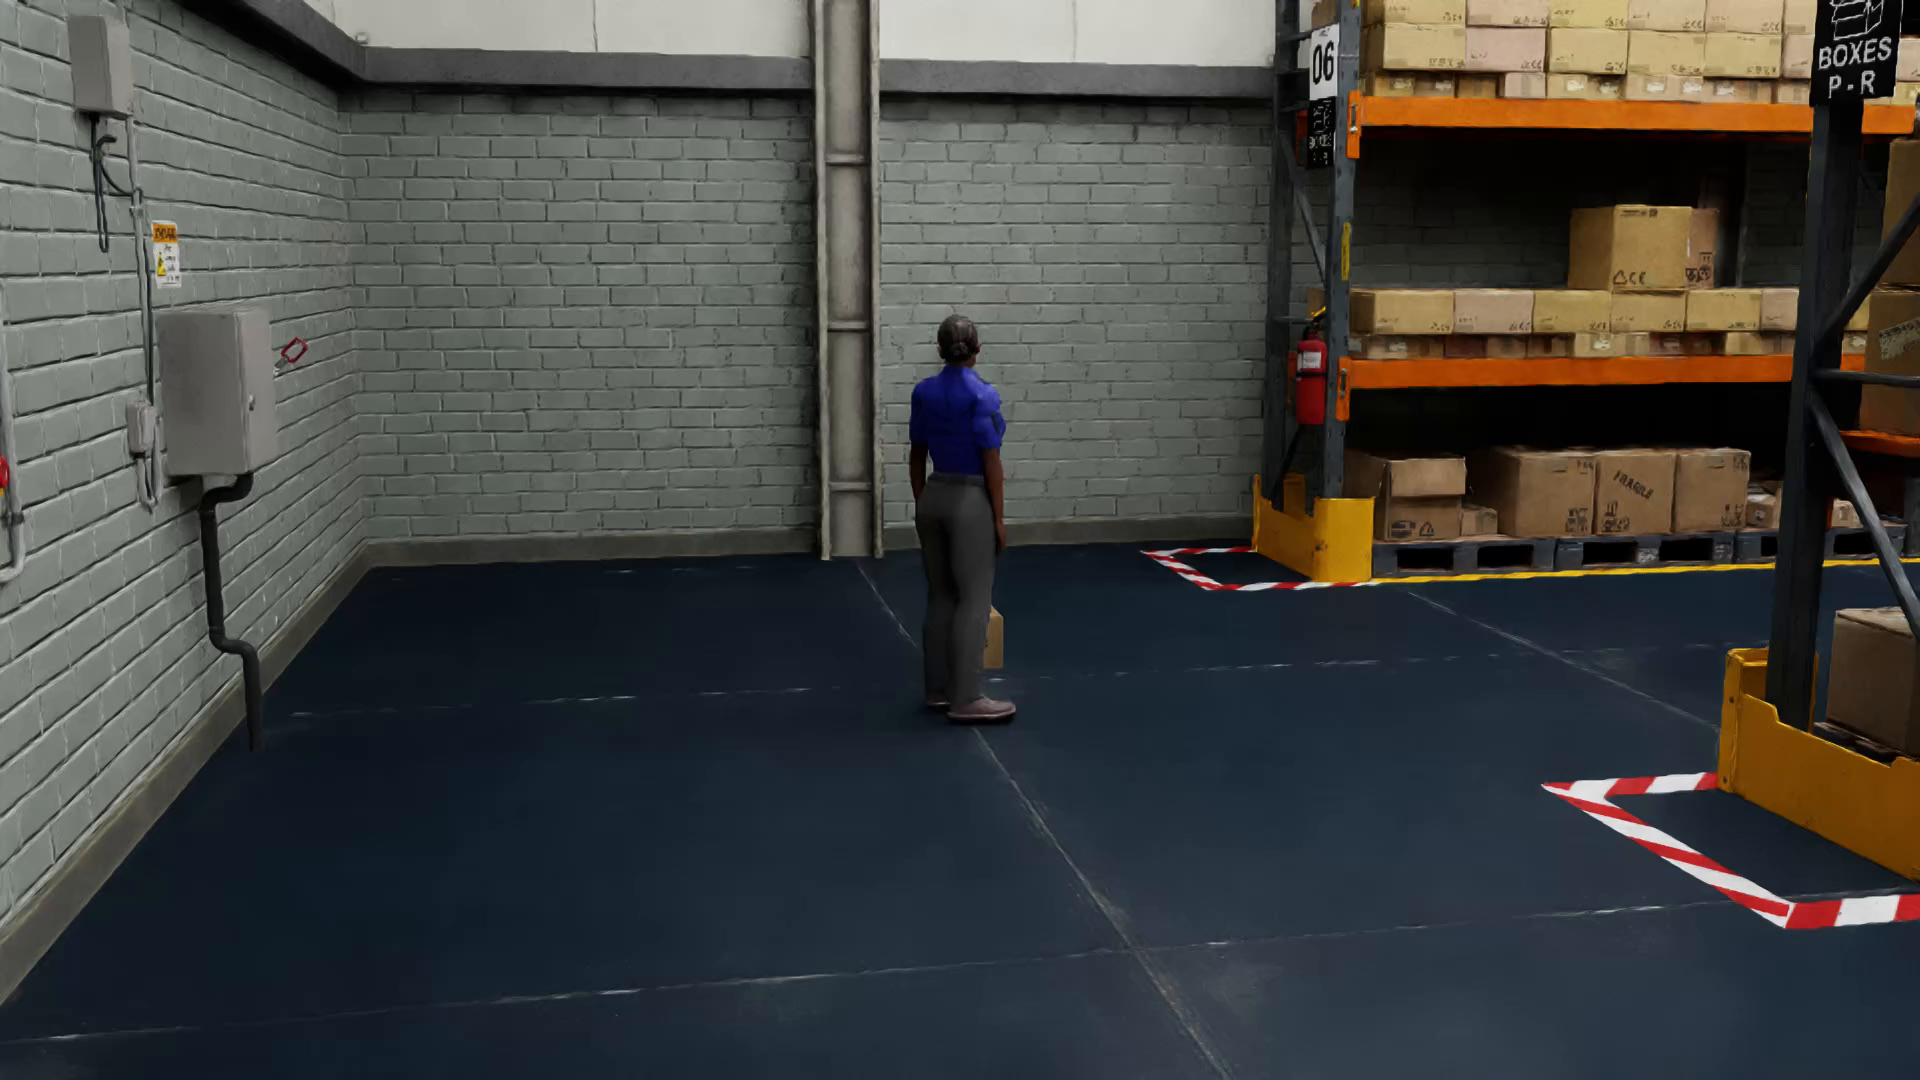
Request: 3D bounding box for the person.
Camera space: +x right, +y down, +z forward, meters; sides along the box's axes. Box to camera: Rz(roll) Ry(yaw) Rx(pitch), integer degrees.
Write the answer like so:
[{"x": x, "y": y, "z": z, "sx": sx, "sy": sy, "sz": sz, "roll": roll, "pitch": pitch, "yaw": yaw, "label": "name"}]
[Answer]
[{"x": 0.019, "y": -0.091, "z": 6.905, "sx": 0.500, "sy": 1.651, "sz": 0.380, "roll": 8, "pitch": 13, "yaw": 41, "label": "person"}]
